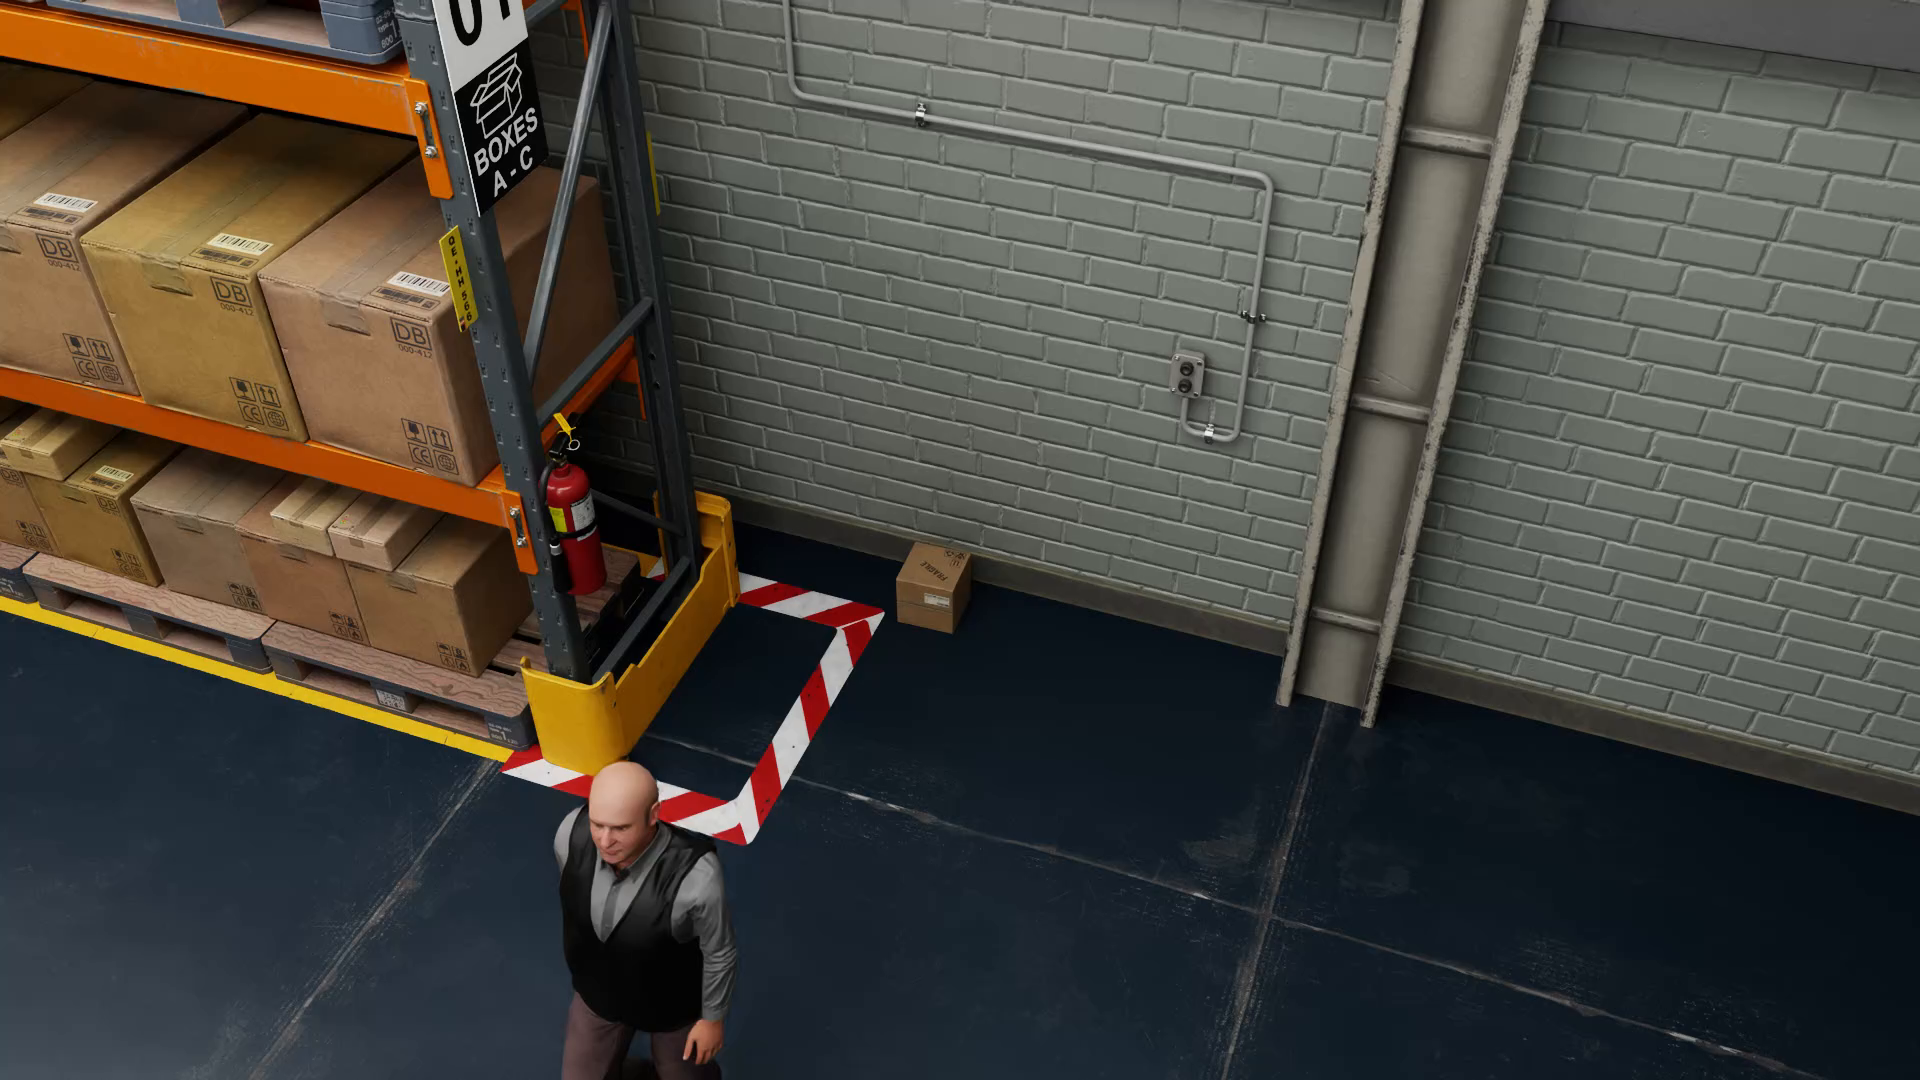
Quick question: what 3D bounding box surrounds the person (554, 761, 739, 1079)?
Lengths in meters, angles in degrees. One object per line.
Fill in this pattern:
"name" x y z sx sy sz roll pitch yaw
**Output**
"person" -0.888 1.296 4.671 0.564 1.739 0.458 13 43 15
